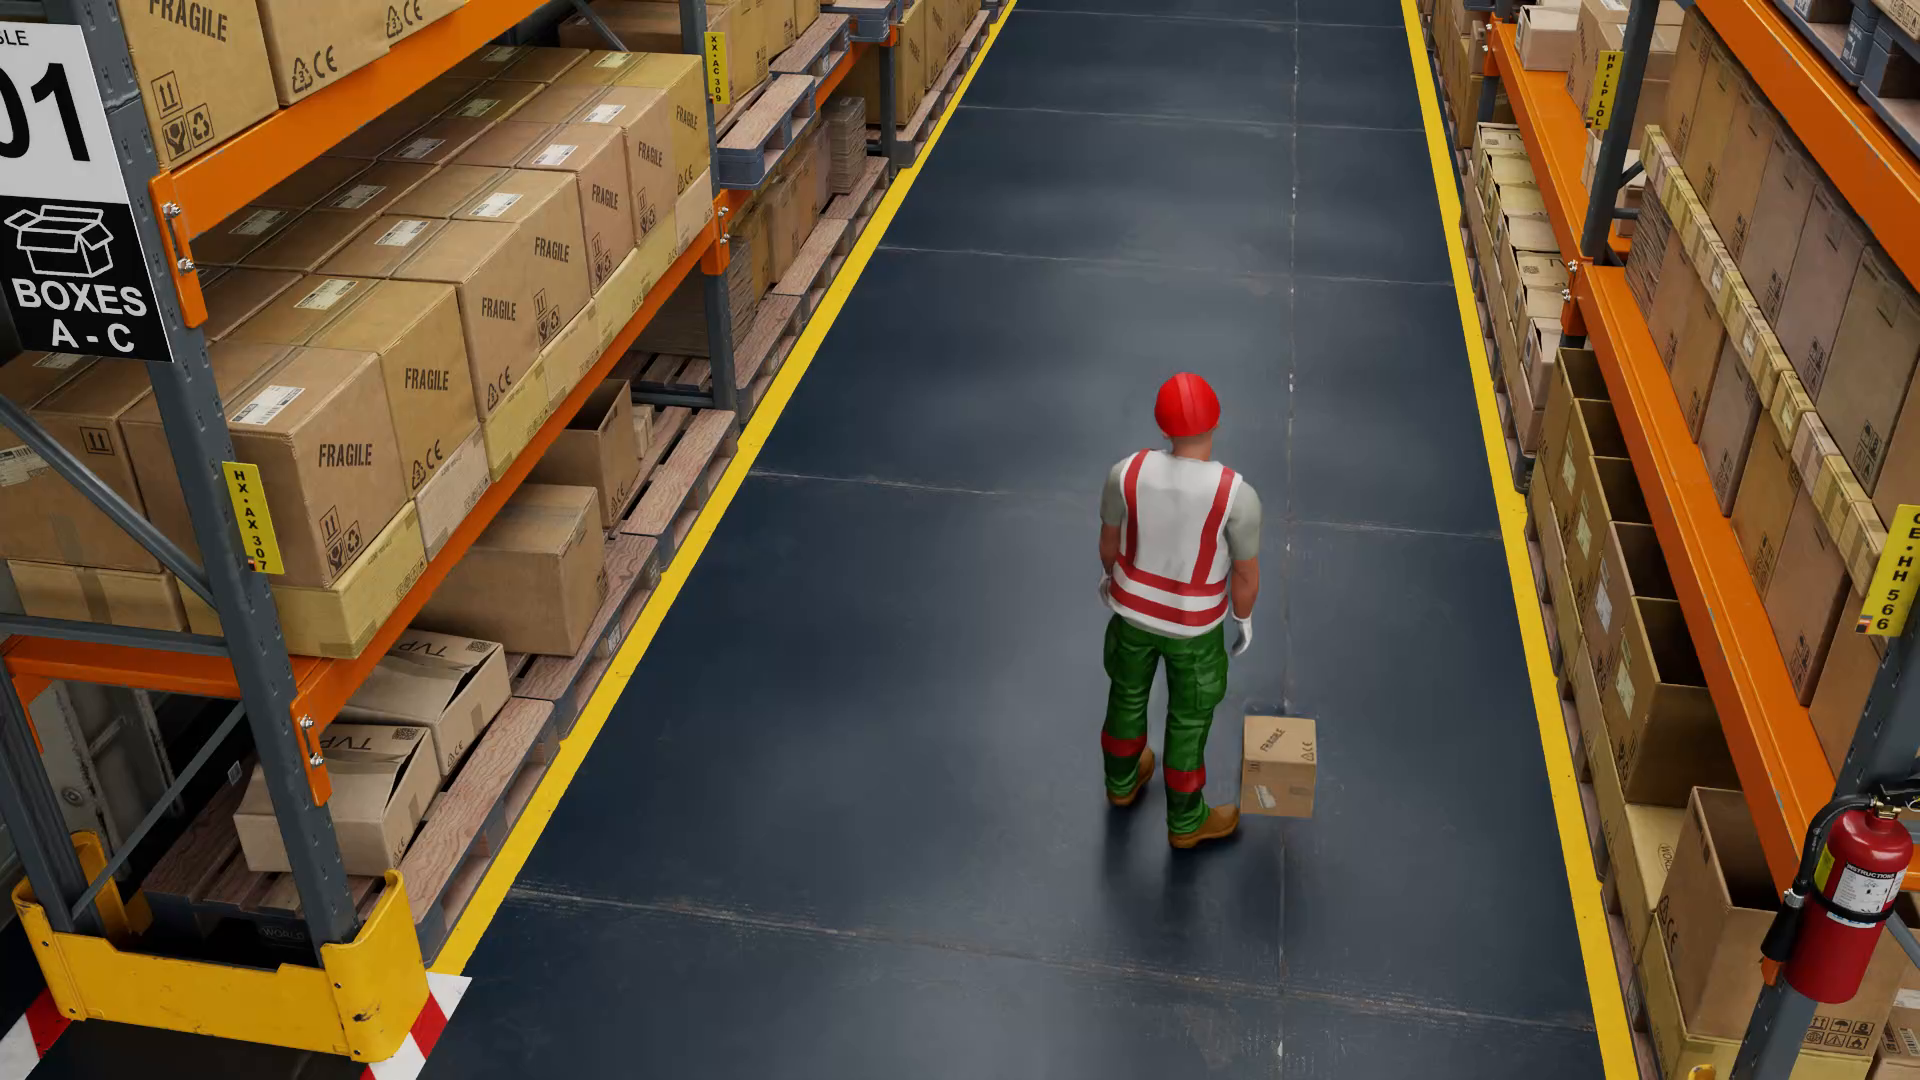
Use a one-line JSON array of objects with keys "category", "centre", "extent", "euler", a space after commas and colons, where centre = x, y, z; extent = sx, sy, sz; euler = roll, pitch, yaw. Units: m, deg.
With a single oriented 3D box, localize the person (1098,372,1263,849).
[{"category": "person", "centre": [0.737, 0.226, 5.697], "extent": [0.597, 1.796, 0.434], "euler": [15, 35, 23]}]
